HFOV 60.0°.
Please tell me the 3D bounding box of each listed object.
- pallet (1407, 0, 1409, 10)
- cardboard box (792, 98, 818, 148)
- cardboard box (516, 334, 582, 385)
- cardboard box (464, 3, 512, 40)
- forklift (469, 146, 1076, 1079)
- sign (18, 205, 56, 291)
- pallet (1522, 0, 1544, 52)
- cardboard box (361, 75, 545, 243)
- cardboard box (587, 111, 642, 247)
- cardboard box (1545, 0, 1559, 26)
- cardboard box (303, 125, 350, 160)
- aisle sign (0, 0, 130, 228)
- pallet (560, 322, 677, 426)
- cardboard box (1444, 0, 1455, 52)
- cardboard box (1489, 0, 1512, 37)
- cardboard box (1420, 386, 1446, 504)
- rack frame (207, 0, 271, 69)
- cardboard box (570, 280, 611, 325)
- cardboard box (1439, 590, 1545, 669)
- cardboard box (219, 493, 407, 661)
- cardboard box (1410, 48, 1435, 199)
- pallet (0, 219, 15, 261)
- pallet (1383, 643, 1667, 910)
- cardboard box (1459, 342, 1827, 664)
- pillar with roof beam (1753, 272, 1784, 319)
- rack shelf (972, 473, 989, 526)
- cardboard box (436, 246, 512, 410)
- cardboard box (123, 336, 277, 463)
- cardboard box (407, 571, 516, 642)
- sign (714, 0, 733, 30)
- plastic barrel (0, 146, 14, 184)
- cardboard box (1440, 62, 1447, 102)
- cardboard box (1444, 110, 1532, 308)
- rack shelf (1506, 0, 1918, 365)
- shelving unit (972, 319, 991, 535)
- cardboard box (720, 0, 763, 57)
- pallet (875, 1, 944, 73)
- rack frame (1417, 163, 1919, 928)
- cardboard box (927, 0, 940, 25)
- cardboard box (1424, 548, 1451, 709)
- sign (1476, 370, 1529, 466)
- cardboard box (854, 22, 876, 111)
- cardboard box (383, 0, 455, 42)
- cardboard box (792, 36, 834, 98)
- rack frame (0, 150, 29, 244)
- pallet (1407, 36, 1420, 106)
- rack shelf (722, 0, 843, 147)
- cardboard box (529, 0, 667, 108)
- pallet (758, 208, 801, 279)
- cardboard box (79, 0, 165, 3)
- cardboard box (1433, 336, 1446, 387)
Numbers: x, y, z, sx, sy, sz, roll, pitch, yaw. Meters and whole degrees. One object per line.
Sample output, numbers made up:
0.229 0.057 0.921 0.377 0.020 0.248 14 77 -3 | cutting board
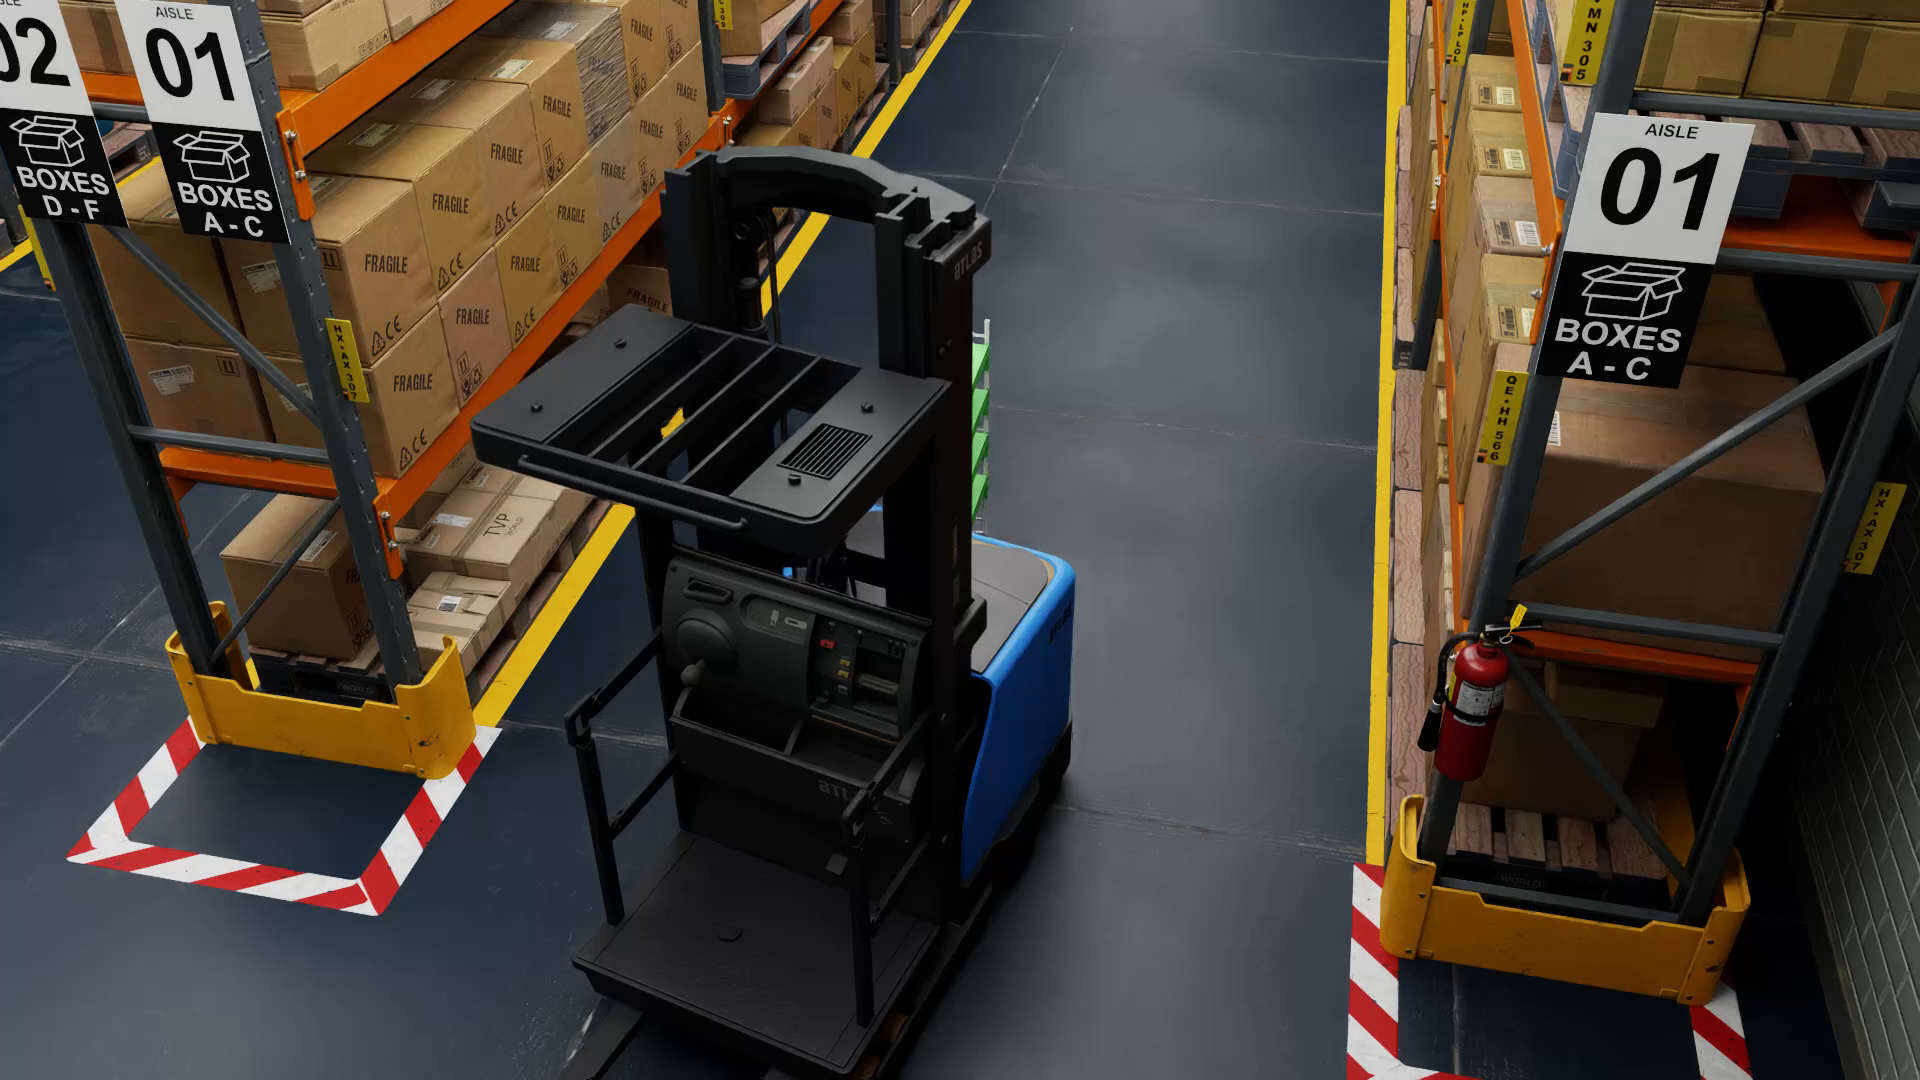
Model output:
4.562 -5.029 15.008 1.003 0.211 1.213 7 37 10 | pallet
-1.264 -2.642 11.095 0.500 0.500 0.500 8 37 11 | cardboard box
-2.219 -0.726 8.448 0.797 0.503 0.637 7 37 10 | cardboard box
-2.418 -2.257 7.870 0.500 0.500 0.500 6 36 9 | cardboard box
-0.640 0.417 5.177 1.130 2.935 3.031 16 39 21 | forklift
-3.215 -1.021 5.847 0.100 0.325 0.005 7 37 10 | sign
2.570 -2.031 6.016 1.003 0.211 1.213 7 37 10 | pallet
-2.108 -1.597 6.960 0.500 0.500 0.500 8 37 11 | cardboard box
-1.895 -1.768 8.048 0.500 0.500 0.500 8 37 11 | cardboard box
2.171 -1.841 5.362 0.500 0.250 0.500 6 36 8 | cardboard box
-2.743 -1.368 6.644 0.500 0.500 0.500 8 37 11 | cardboard box
-2.991 -1.395 5.404 0.394 0.787 0.004 7 37 10 | aisle sign
-1.970 -1.114 9.607 1.003 0.211 1.213 7 37 10 | pallet
3.085 -3.064 9.565 0.500 0.500 0.500 7 37 10 | cardboard box
2.868 -2.790 8.549 0.500 0.250 0.500 8 37 11 | cardboard box
2.647 -0.472 8.118 0.700 0.500 0.500 7 37 9 | cardboard box
-2.677 -2.772 4.407 1.000 3.000 0.127 7 37 10 | rack frame
-2.123 -1.512 9.697 0.500 0.311 0.500 7 37 10 | cardboard box
2.065 0.345 6.438 0.380 0.149 0.250 7 37 9 | cardboard box
-2.801 0.148 7.245 0.500 0.500 0.500 7 37 10 | cardboard box
3.394 -2.704 10.899 0.750 0.750 0.750 7 37 10 | cardboard box
-6.780 -1.704 10.421 1.003 0.211 1.213 7 37 10 | pallet
2.258 0.936 6.778 1.003 0.211 1.213 7 37 10 | pallet
2.263 -0.140 5.631 0.980 0.700 0.700 9 37 12 | cardboard box
-0.492 -4.477 6.759 9.100 9.000 0.400 7 37 10 | pillar with roof beam
-0.035 -0.145 7.945 0.258 0.148 0.480 7 37 10 | rack shelf
-2.219 -0.902 6.853 0.500 0.500 0.500 7 37 10 | cardboard box
-2.847 -0.675 6.540 0.500 0.500 0.500 8 37 11 | cardboard box
-2.198 0.285 7.340 0.380 0.166 0.250 7 37 10 | cardboard box
-1.291 -2.923 8.990 0.100 0.325 0.005 7 37 10 | sign
-6.528 -2.890 11.111 0.600 0.901 0.708 7 37 10 | plastic barrel
2.943 -2.603 9.482 0.380 0.149 0.250 7 37 10 | cardboard box
2.725 -1.412 7.387 0.980 0.700 0.700 6 36 9 | cardboard box
2.591 -1.794 6.227 1.077 0.370 4.000 7 37 10 | rack shelf
-0.035 -0.391 7.767 0.258 1.200 0.503 7 37 10 | shelving unit
-1.503 -3.091 9.515 0.700 0.500 0.500 -4 36 -6 | cardboard box
-0.754 -4.268 13.959 1.003 0.211 1.213 7 37 10 | pallet
2.163 0.275 5.314 1.000 3.000 0.127 7 37 10 | rack frame
-0.463 -4.538 13.941 0.500 0.250 0.500 6 36 9 | cardboard box
2.322 0.417 6.891 0.700 0.500 0.500 7 37 10 | cardboard box
1.636 -0.365 5.009 0.100 0.325 0.005 7 37 10 | sign
-0.938 -3.530 12.320 0.500 0.500 0.500 9 37 12 | cardboard box
-2.199 -2.045 6.087 0.500 0.250 0.500 7 37 10 | cardboard box
-1.161 -3.214 11.245 0.500 0.250 0.500 7 36 9 | cardboard box
-6.661 -3.260 10.191 1.000 3.000 0.127 7 37 10 | rack frame
4.040 -3.630 13.078 1.003 0.211 1.213 7 37 10 | pallet
-1.395 -3.492 11.125 1.077 0.370 4.000 7 37 10 | rack shelf
-1.784 -2.465 8.159 0.500 0.500 0.500 7 36 9 | cardboard box
-1.686 -1.978 10.800 1.003 0.211 1.213 7 37 10 | pallet
-2.816 -2.026 5.635 0.500 0.250 0.500 7 37 10 | cardboard box
2.506 -0.849 8.085 0.380 0.149 0.250 8 37 12 | cardboard box
